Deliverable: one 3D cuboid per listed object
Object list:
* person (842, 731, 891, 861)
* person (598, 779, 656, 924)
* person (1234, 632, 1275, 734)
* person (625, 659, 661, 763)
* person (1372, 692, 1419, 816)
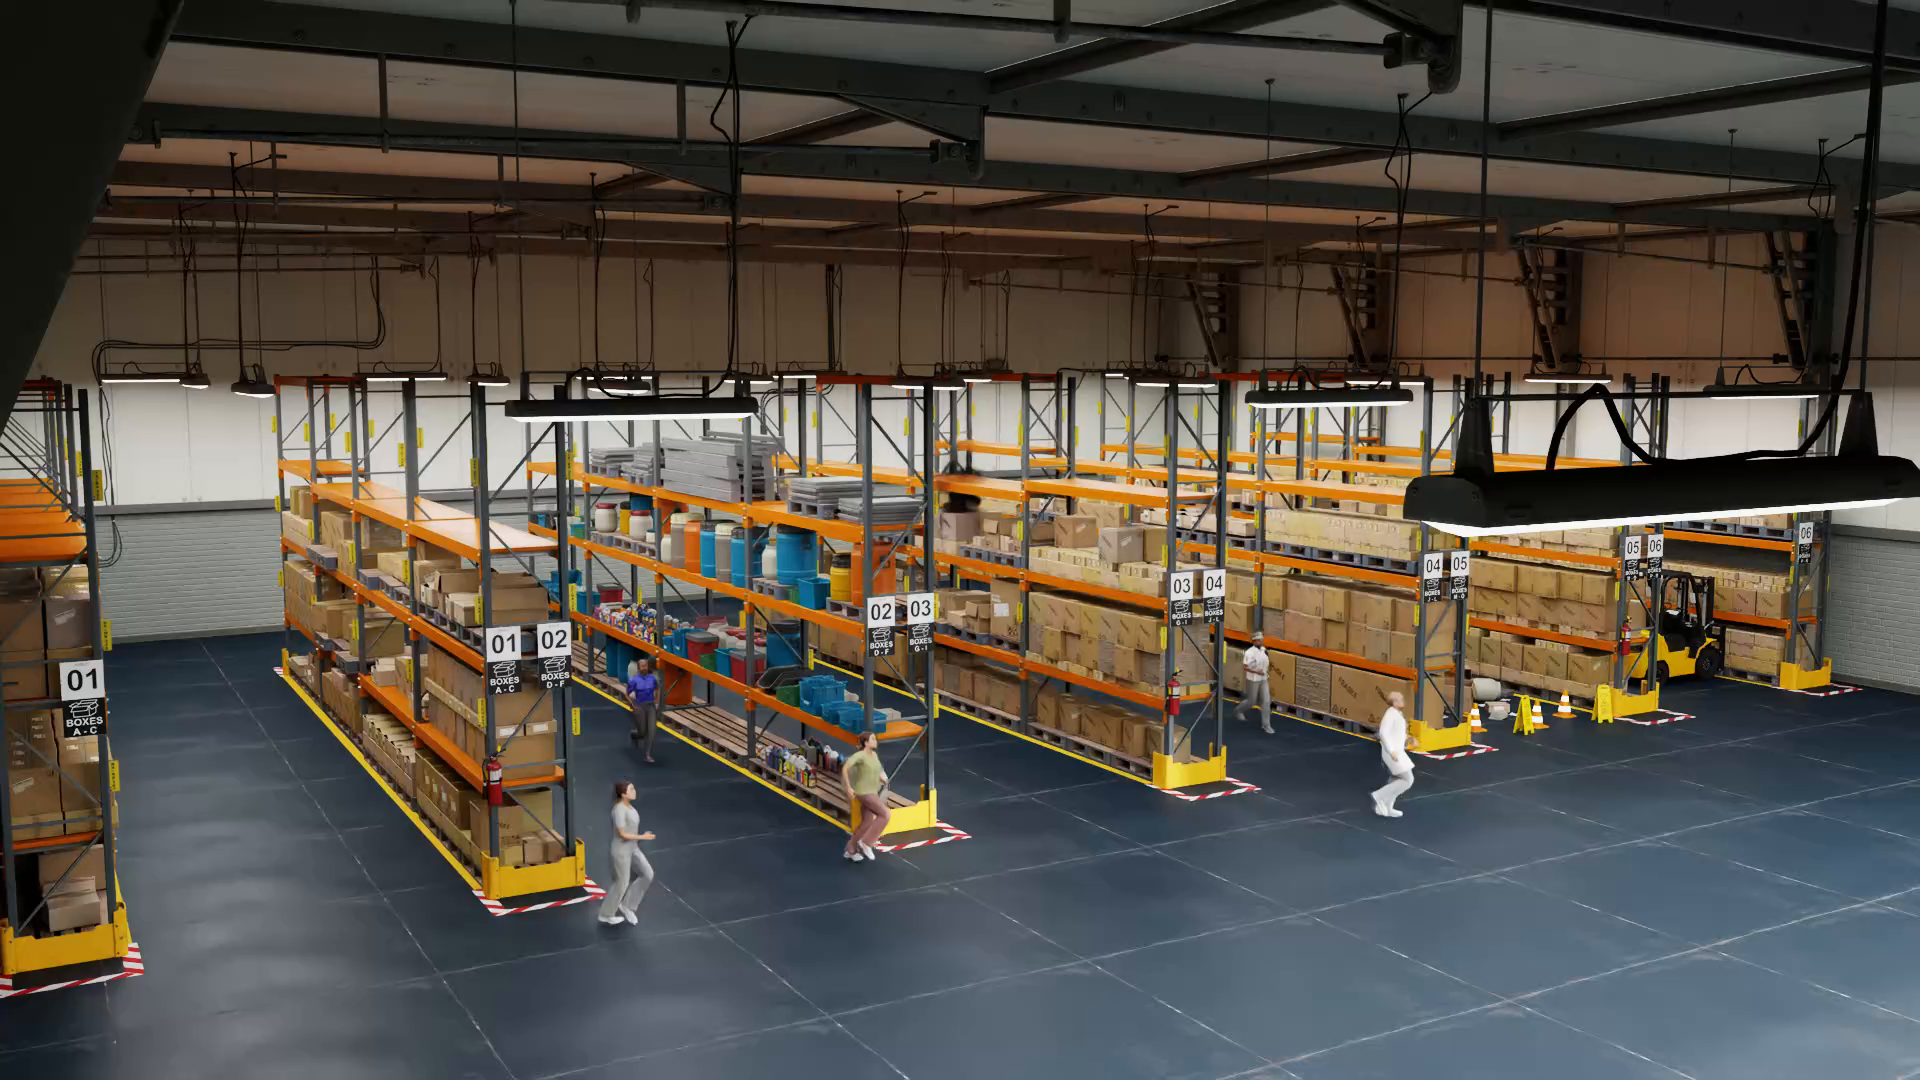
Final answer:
[{"bbox_3d":[-1.120,3.215,21.015,0.621,1.606,0.582,2,7,21],"label":"person"},{"bbox_3d":[-3.708,3.490,18.543,0.685,1.689,0.578,1,6,5],"label":"person"},{"bbox_3d":[5.051,2.395,28.357,0.590,1.710,0.920,-4,7,-29],"label":"person"},{"bbox_3d":[-4.975,2.674,26.237,0.593,1.607,0.672,-4,7,-31],"label":"person"},{"bbox_3d":[6.018,2.955,22.966,0.628,1.746,0.722,1,6,10],"label":"person"}]
